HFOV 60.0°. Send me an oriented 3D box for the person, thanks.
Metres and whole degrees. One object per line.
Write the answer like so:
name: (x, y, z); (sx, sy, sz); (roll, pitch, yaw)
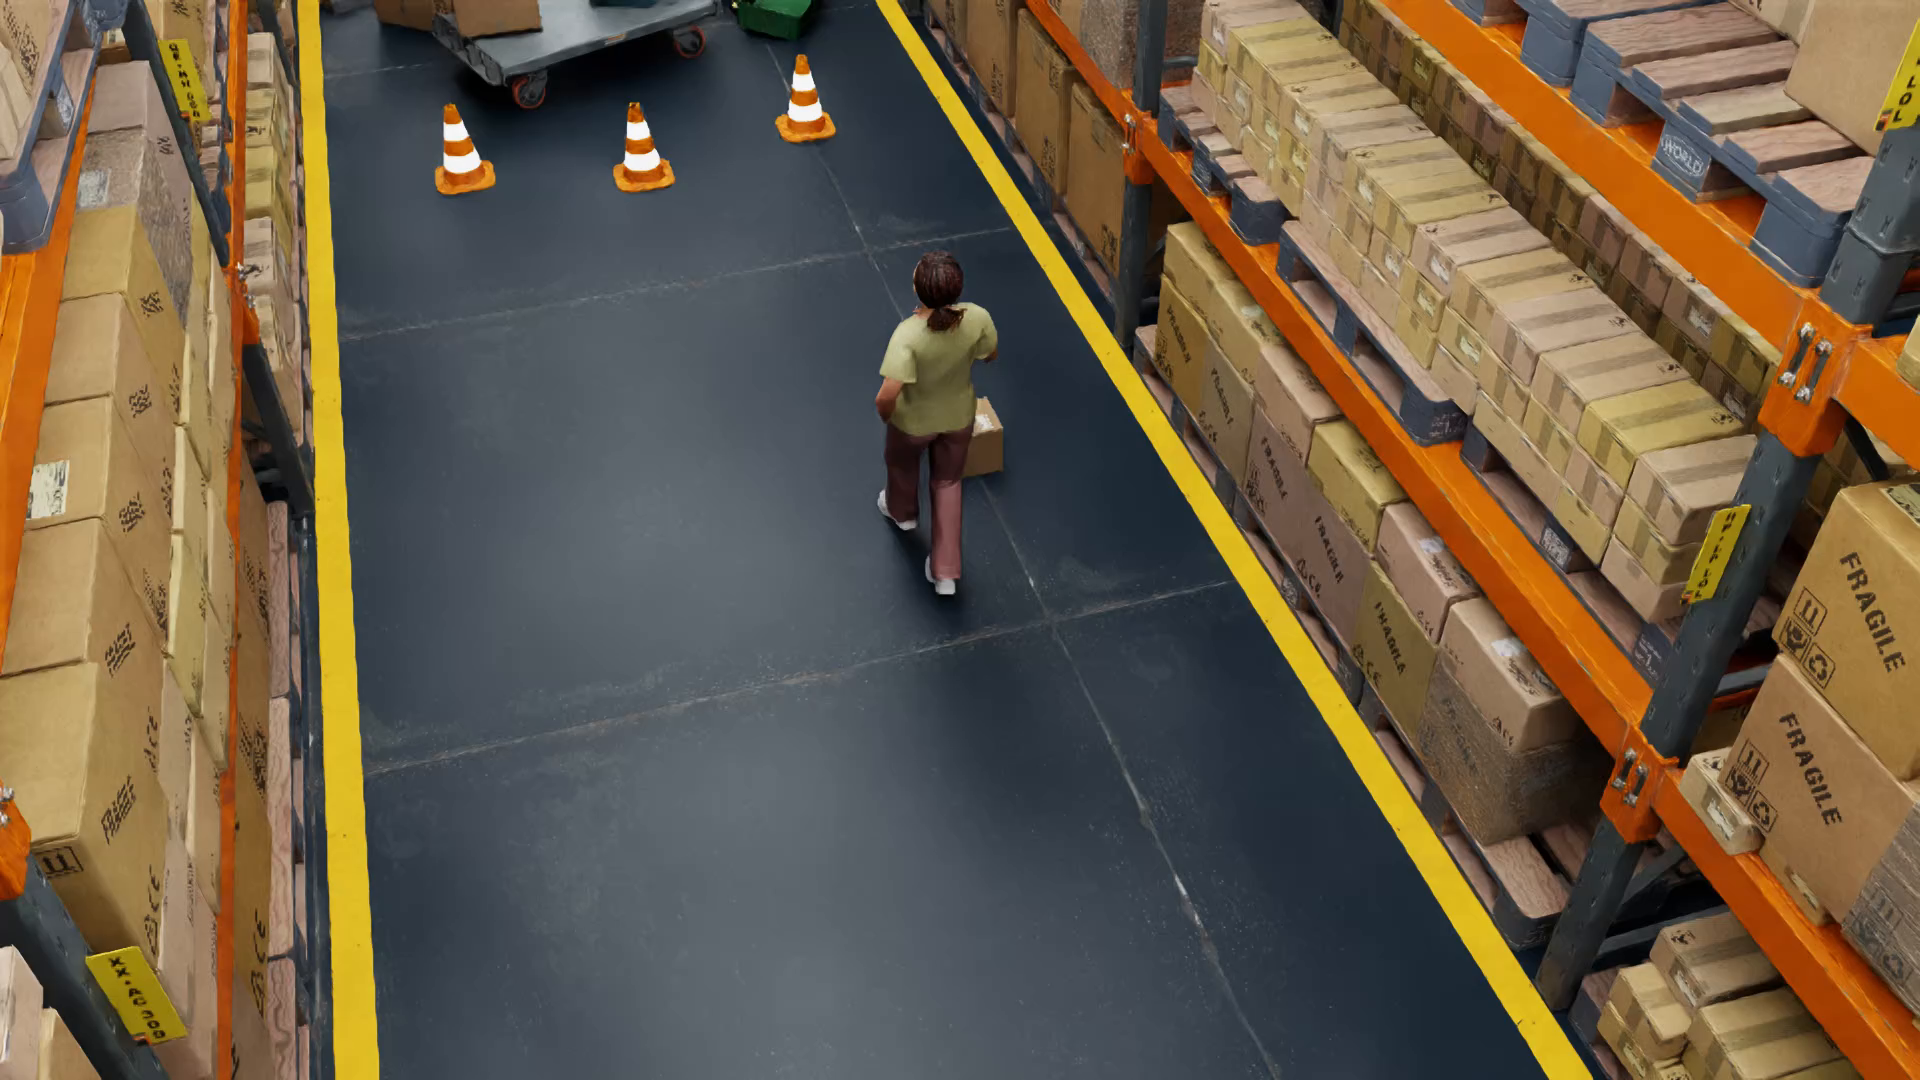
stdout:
person: (-0.133, -0.561, 6.790); (0.542, 1.646, 0.806); (-9, 43, -9)
